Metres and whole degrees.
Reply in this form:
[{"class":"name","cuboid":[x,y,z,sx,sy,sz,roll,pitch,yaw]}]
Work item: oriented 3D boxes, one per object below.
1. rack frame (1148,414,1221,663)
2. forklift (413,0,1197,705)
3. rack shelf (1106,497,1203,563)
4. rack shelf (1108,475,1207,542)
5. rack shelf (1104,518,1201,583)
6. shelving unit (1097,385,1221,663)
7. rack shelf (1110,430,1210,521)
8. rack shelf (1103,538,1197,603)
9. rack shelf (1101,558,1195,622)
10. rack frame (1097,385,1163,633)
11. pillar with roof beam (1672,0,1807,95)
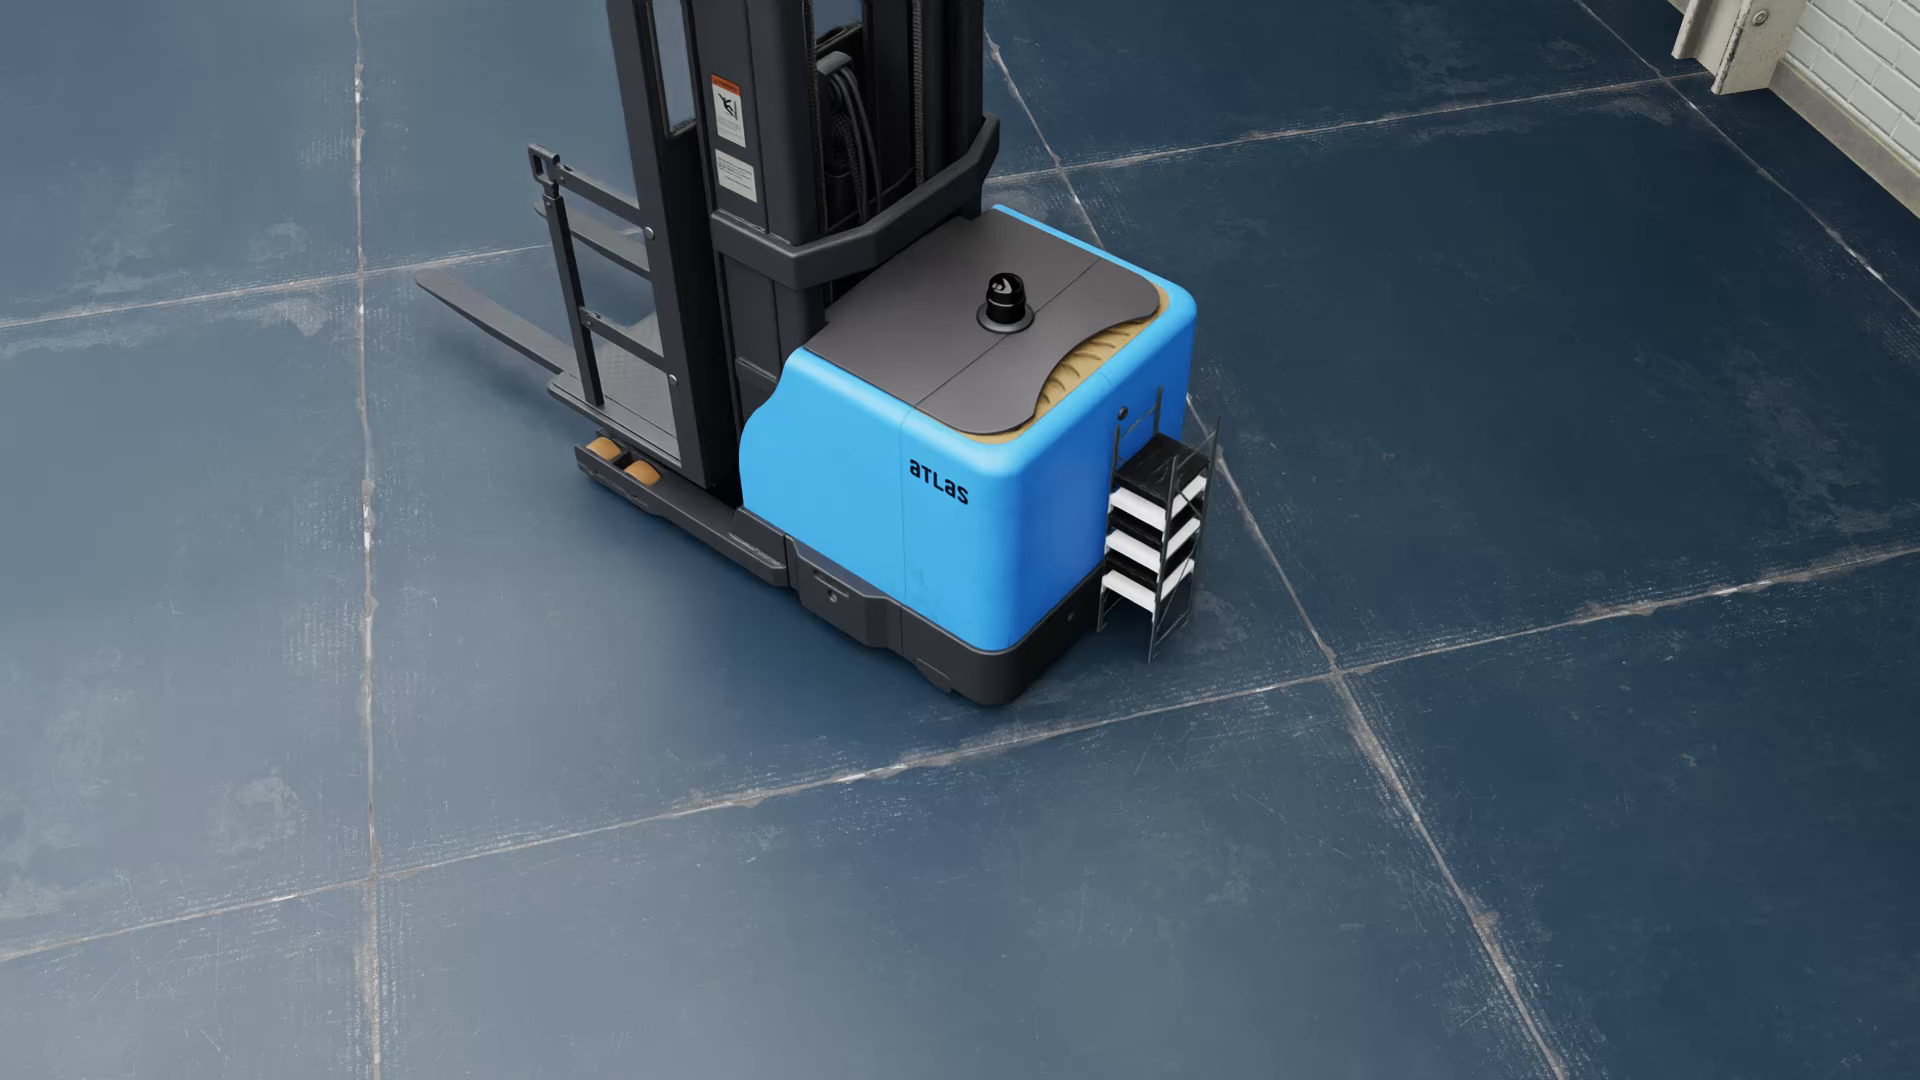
[{"class":"rack frame","cuboid":[0.684,0.015,5.106,0.006,0.900,0.240,30,53,26]},{"class":"forklift","cuboid":[-0.736,-1.404,5.074,3.031,2.935,1.130,30,53,26]},{"class":"rack shelf","cuboid":[0.605,-0.071,5.110,0.200,0.077,0.258,30,53,26]},{"class":"rack shelf","cuboid":[0.605,-0.134,5.046,0.200,0.077,0.258,30,53,26]},{"class":"rack shelf","cuboid":[0.605,-0.008,5.174,0.200,0.077,0.258,30,53,26]},{"class":"shelving unit","cuboid":[0.605,-0.031,5.150,0.210,0.900,0.258,30,53,26]},{"class":"rack shelf","cuboid":[0.605,-0.197,4.981,0.200,0.077,0.258,30,53,26]},{"class":"rack shelf","cuboid":[0.605,0.055,5.238,0.200,0.077,0.258,30,53,26]},{"class":"rack shelf","cuboid":[0.605,0.118,5.303,0.200,0.077,0.258,30,53,26]},{"class":"rack frame","cuboid":[0.526,-0.077,5.195,0.006,0.900,0.240,30,53,26]},{"class":"pillar with roof beam","cuboid":[-0.516,-4.613,3.970,9.100,9.000,0.400,-11,47,-10]}]
